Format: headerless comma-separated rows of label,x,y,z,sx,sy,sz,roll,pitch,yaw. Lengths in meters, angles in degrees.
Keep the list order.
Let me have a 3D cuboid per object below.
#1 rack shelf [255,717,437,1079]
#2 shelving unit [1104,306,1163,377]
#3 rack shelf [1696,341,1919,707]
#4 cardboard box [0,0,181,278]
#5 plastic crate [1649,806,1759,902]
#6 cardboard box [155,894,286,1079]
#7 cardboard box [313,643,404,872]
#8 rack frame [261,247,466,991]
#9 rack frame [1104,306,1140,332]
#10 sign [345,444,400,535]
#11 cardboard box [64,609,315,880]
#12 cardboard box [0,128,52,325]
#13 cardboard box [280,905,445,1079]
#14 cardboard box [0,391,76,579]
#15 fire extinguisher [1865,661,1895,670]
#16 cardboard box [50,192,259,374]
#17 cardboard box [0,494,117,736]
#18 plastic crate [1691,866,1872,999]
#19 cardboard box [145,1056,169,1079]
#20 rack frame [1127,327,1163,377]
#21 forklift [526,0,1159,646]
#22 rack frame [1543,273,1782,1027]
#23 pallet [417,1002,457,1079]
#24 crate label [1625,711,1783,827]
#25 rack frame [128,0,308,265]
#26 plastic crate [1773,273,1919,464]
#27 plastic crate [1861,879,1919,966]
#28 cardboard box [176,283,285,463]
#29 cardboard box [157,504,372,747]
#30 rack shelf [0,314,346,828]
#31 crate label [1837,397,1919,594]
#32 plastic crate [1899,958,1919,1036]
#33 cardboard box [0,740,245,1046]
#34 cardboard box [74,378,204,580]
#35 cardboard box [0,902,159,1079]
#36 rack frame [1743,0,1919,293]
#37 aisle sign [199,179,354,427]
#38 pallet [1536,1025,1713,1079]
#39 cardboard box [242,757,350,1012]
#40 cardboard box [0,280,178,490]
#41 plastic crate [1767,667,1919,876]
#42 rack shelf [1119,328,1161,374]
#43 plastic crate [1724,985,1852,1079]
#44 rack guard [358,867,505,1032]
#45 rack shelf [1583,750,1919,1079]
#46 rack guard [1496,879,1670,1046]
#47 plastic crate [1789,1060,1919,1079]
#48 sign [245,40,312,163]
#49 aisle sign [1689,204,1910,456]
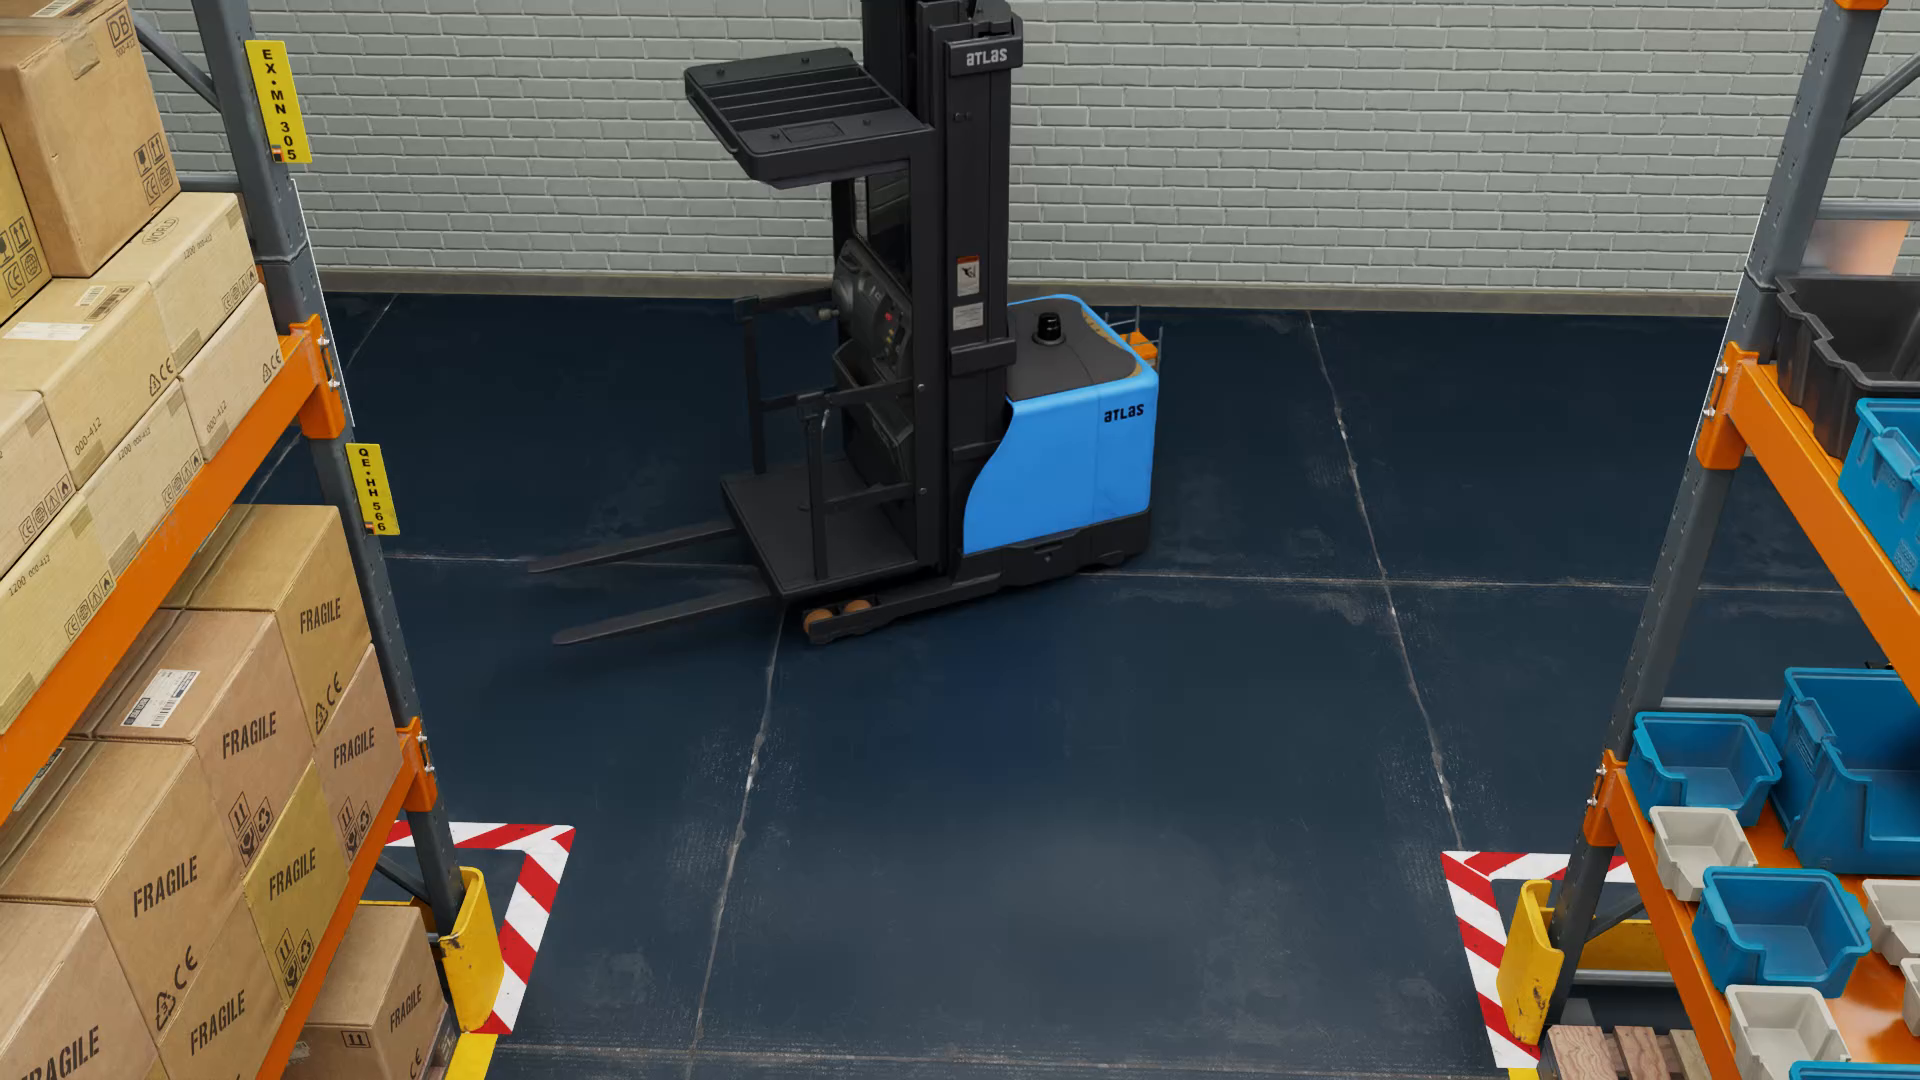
rack shelf,-2.405,1.872,4.049,1.077,0.370,4.000,1,35,2
shelving unit,0.881,-0.689,8.763,0.215,1.050,0.252,-14,37,-19
rack shelf,2.544,0.761,3.021,1.077,0.370,4.000,1,35,2
cardboard box,-2.329,-0.953,3.878,0.700,0.500,0.500,1,35,2
plastic crate,2.190,0.945,4.920,0.250,0.136,0.298,1,35,2
cardboard box,-2.114,1.236,4.242,0.500,0.500,0.500,2,35,2
cardboard box,-2.071,0.651,5.074,0.500,0.500,0.500,2,35,3
rack frame,-2.325,0.428,5.478,1.000,3.000,0.127,1,35,2
rack frame,0.833,-0.754,8.854,0.200,1.050,0.008,-14,37,-19
sign,-1.771,-0.150,5.019,0.100,0.325,0.005,1,35,2
cardboard box,-2.088,0.531,4.375,0.500,0.500,0.500,2,35,3
cardboard box,-2.434,-0.668,3.472,0.700,0.500,0.500,1,35,2
cardboard box,-2.101,1.589,5.617,0.500,0.500,0.500,1,35,2
cardboard box,-2.135,-0.067,3.269,0.500,0.250,0.500,1,35,2
fire extinguisher,3.084,0.653,5.550,0.296,0.674,0.183,1,35,2
cardboard box,-2.091,-0.641,4.086,0.500,0.250,0.500,1,35,2
cardboard box,-2.120,0.138,3.412,0.500,0.250,0.500,1,35,2
plastic crate,2.259,1.101,4.613,0.416,0.233,0.300,1,35,2
cardboard box,-2.134,1.525,3.830,0.500,0.500,0.500,1,35,1
rack frame,0.929,-0.625,8.671,0.200,1.050,0.008,-14,37,-19
forklift,-0.595,-1.046,7.635,3.031,2.935,1.130,-13,37,-18
rack frame,2.624,0.545,5.312,1.000,3.000,0.127,1,35,2
pallet,-2.359,2.071,5.566,1.003,0.211,1.213,1,35,2
crate label,2.285,0.723,5.152,0.416,0.233,0.303,1,35,2
rack frame,-2.325,-2.026,3.753,1.000,3.000,0.127,1,35,2
plastic crate,2.330,-0.414,4.181,0.497,0.269,0.590,1,35,2
plastic crate,2.772,1.101,4.698,0.396,0.136,0.243,1,35,2
cardboard box,-2.082,-0.436,4.230,0.500,0.250,0.500,1,35,2
cardboard box,-2.068,0.240,4.788,0.500,0.500,0.500,1,35,1
rack shelf,-2.405,0.644,3.187,1.077,0.370,4.000,1,35,2
crate label,2.264,-0.099,3.748,0.408,0.251,0.502,1,35,2
plastic crate,2.746,1.267,4.461,0.396,0.136,0.243,1,35,2
cardboard box,-2.104,0.829,3.951,0.500,0.500,0.500,2,35,3
cardboard box,-2.113,-0.149,3.821,0.500,0.250,0.500,1,35,2
cardboard box,-2.124,1.124,3.532,0.500,0.500,0.500,2,35,3
rack frame,2.624,-1.910,3.587,1.000,3.000,0.127,1,35,2
aisle sign,-2.016,-0.667,4.776,0.394,0.787,0.004,1,35,2
pallet,2.552,2.159,5.441,1.003,0.211,1.213,1,35,2
cardboard box,-2.088,0.949,4.650,0.500,0.500,0.500,2,35,2
cardboard box,-2.111,-0.354,3.677,0.500,0.250,0.500,1,35,2
plastic crate,2.797,0.702,5.005,0.616,0.435,0.499,1,35,2
rack shelf,0.882,-0.913,8.606,0.215,0.259,0.240,-14,37,-19
plastic crate,2.162,1.334,4.365,0.250,0.136,0.298,1,35,2
rack guard,-2.328,1.495,6.134,1.175,0.500,0.348,1,35,2
rack shelf,2.544,1.988,3.884,1.077,0.370,4.000,1,35,2
rack guard,2.612,1.553,6.051,1.175,0.500,0.348,1,35,2
plastic crate,2.232,1.479,4.075,0.416,0.233,0.300,1,35,2
sign,-1.771,-1.137,4.326,0.100,0.325,0.005,1,35,2
aisle sign,2.330,-0.567,4.633,0.394,0.787,0.004,1,35,2
